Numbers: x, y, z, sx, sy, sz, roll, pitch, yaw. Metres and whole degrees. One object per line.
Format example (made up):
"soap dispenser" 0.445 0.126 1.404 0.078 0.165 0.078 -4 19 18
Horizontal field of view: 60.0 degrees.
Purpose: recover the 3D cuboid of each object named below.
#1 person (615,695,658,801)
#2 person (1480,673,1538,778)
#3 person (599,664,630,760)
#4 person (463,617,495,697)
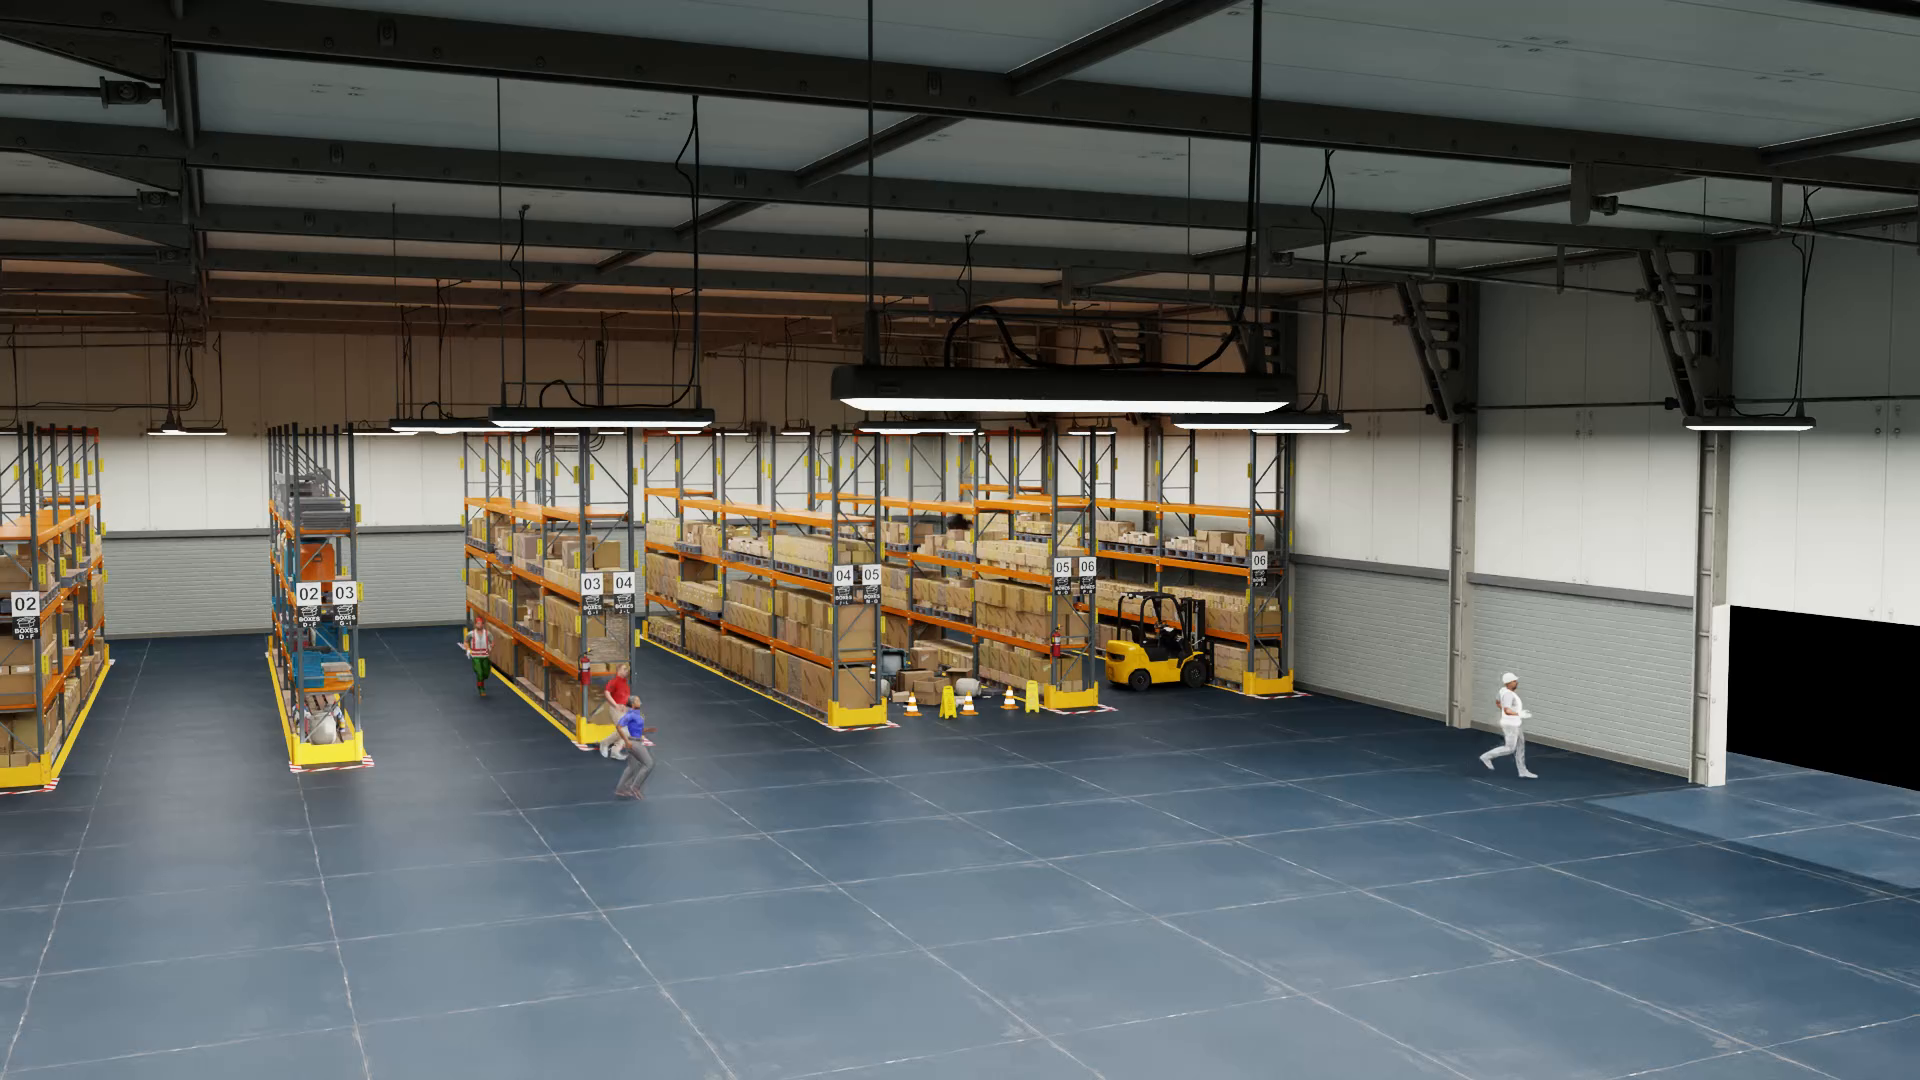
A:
"person" -5.134 3.290 26.356 0.694 1.672 0.543 0 4 -7
"person" 9.256 3.115 28.000 0.940 1.768 0.682 1 4 20
"person" -6.128 3.067 29.839 0.587 1.679 0.688 1 4 10
"person" -10.660 2.589 36.914 0.657 1.755 0.760 -2 4 -27
